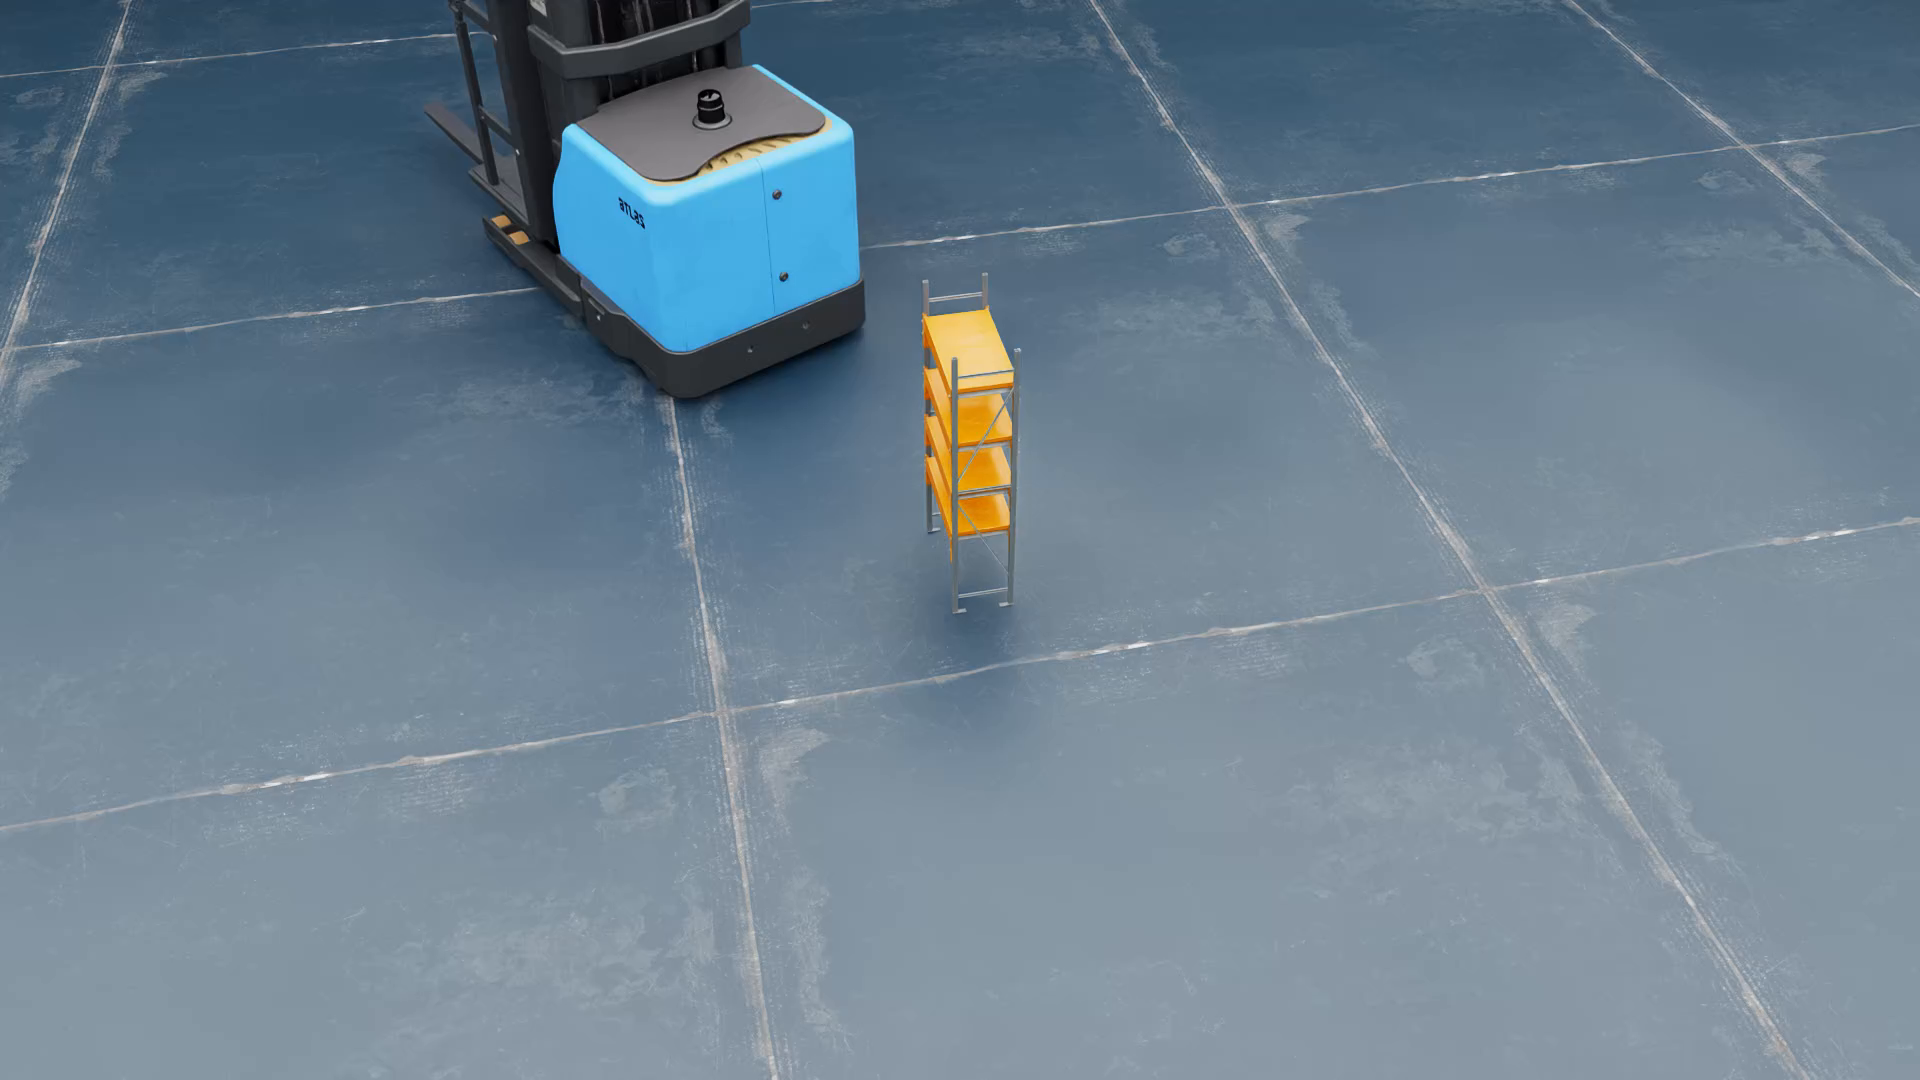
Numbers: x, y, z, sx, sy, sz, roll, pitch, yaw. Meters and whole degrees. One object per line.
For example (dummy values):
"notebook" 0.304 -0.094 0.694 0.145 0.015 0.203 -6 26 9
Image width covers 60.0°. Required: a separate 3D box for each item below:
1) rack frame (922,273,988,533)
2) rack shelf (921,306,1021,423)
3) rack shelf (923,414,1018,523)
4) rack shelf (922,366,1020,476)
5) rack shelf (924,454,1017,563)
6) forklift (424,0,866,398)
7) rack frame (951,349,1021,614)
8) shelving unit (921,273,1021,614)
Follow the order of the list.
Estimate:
"rack frame" -0.017 -0.500 6.409 0.240 1.200 0.015 -8 42 -9
"rack shelf" 0.036 -0.635 5.970 0.258 0.148 0.480 -8 42 -9
"rack shelf" 0.036 -0.291 6.275 0.258 0.148 0.480 -8 42 -9
"rack shelf" 0.036 -0.458 6.127 0.258 0.148 0.480 -8 42 -9
"rack shelf" 0.036 -0.143 6.407 0.258 0.148 0.480 -8 42 -9
"forklift" -1.743 -2.646 7.523 1.130 2.935 3.031 -27 48 -27
"rack frame" 0.088 -0.183 6.053 0.240 1.200 0.015 -8 42 -9
"shelving unit" 0.036 -0.341 6.231 0.258 1.200 0.503 -8 42 -9
